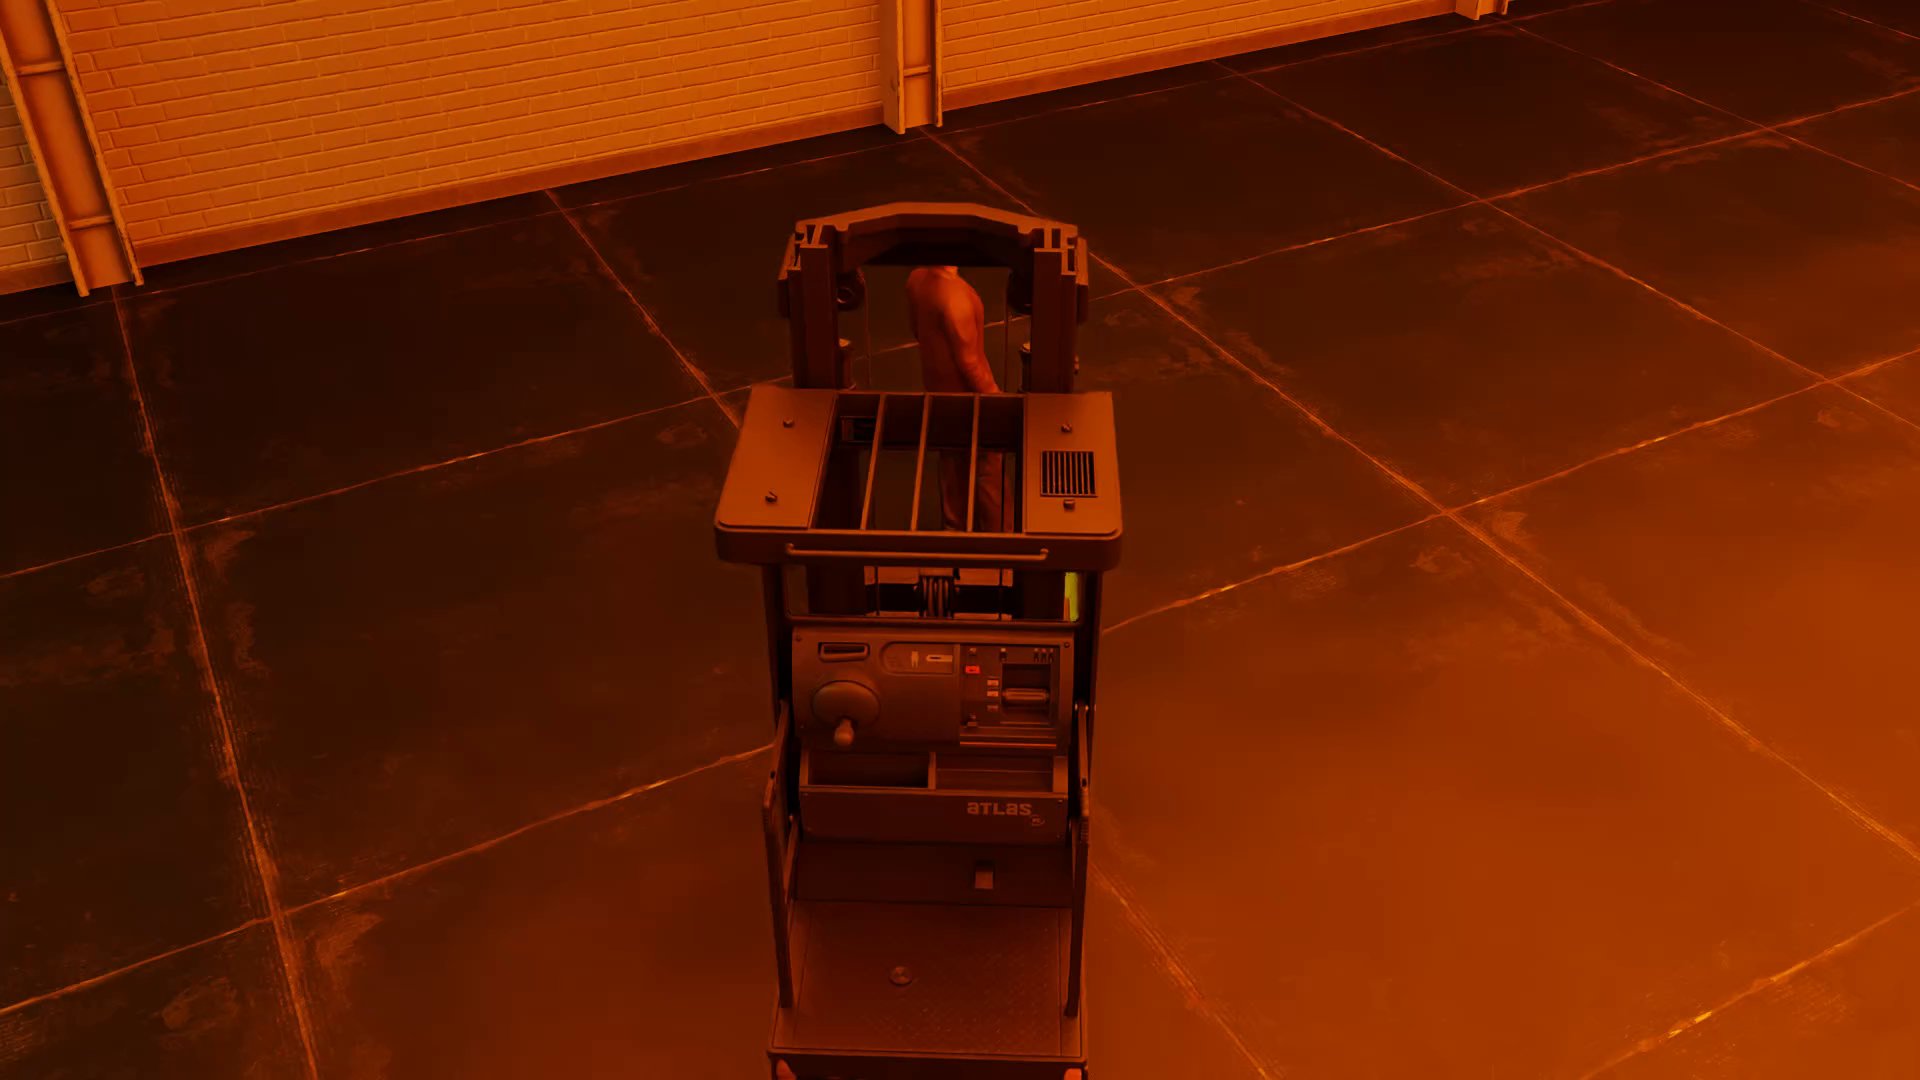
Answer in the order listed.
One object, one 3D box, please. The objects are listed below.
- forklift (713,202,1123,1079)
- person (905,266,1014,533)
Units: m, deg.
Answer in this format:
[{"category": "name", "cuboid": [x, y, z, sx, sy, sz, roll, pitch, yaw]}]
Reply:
[{"category": "forklift", "cuboid": [-0.097, 0.557, 5.334, 1.130, 2.935, 3.031, 1, 35, 2]}, {"category": "person", "cuboid": [0.083, -0.755, 8.177, 0.579, 1.778, 0.698, -17, 39, -23]}]
